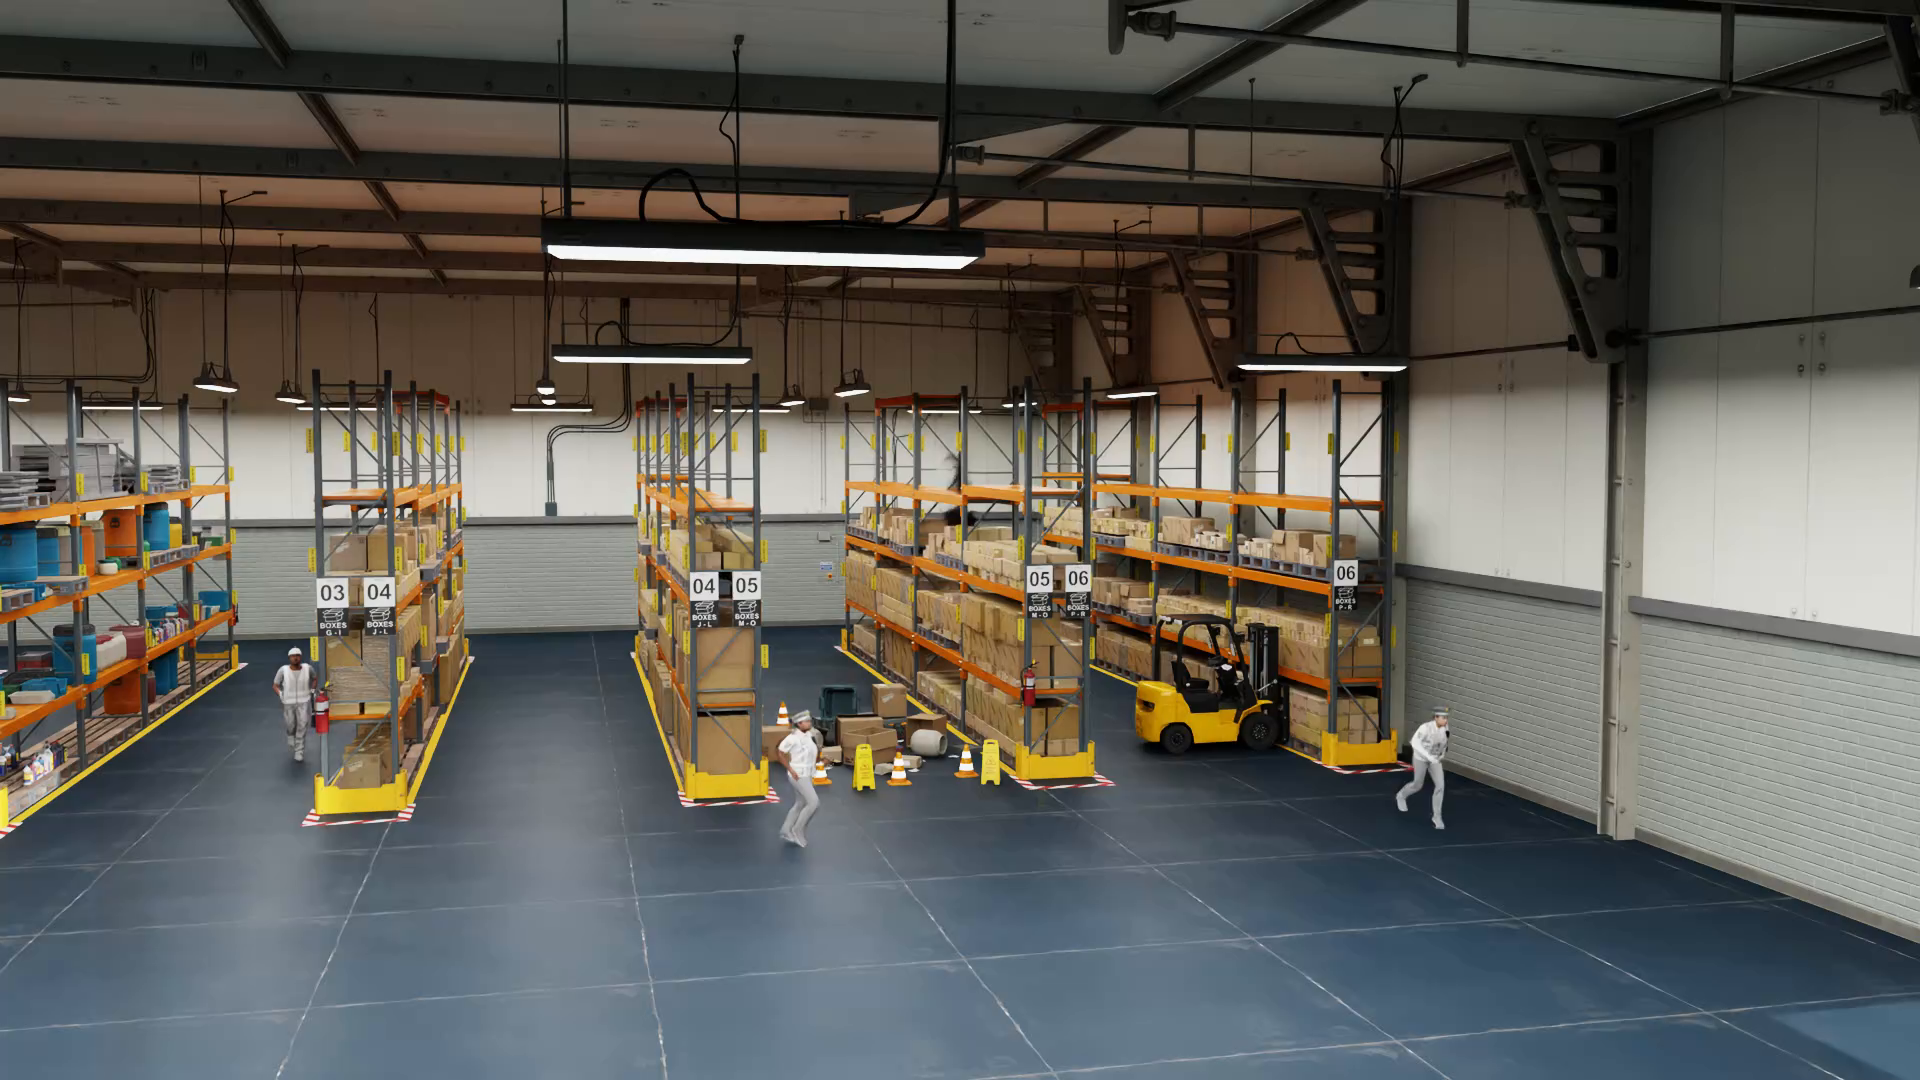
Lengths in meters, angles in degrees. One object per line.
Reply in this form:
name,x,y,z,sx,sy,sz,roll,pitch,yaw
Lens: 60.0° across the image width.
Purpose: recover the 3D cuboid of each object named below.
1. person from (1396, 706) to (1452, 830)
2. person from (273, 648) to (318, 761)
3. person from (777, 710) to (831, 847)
person,6.135,2.955,22.007,0.654,1.627,0.978,-2,4,-27
person,-10.579,2.597,26.518,0.682,1.765,0.849,-2,4,-25
person,-1.953,2.970,20.743,0.689,1.708,0.549,1,4,21
